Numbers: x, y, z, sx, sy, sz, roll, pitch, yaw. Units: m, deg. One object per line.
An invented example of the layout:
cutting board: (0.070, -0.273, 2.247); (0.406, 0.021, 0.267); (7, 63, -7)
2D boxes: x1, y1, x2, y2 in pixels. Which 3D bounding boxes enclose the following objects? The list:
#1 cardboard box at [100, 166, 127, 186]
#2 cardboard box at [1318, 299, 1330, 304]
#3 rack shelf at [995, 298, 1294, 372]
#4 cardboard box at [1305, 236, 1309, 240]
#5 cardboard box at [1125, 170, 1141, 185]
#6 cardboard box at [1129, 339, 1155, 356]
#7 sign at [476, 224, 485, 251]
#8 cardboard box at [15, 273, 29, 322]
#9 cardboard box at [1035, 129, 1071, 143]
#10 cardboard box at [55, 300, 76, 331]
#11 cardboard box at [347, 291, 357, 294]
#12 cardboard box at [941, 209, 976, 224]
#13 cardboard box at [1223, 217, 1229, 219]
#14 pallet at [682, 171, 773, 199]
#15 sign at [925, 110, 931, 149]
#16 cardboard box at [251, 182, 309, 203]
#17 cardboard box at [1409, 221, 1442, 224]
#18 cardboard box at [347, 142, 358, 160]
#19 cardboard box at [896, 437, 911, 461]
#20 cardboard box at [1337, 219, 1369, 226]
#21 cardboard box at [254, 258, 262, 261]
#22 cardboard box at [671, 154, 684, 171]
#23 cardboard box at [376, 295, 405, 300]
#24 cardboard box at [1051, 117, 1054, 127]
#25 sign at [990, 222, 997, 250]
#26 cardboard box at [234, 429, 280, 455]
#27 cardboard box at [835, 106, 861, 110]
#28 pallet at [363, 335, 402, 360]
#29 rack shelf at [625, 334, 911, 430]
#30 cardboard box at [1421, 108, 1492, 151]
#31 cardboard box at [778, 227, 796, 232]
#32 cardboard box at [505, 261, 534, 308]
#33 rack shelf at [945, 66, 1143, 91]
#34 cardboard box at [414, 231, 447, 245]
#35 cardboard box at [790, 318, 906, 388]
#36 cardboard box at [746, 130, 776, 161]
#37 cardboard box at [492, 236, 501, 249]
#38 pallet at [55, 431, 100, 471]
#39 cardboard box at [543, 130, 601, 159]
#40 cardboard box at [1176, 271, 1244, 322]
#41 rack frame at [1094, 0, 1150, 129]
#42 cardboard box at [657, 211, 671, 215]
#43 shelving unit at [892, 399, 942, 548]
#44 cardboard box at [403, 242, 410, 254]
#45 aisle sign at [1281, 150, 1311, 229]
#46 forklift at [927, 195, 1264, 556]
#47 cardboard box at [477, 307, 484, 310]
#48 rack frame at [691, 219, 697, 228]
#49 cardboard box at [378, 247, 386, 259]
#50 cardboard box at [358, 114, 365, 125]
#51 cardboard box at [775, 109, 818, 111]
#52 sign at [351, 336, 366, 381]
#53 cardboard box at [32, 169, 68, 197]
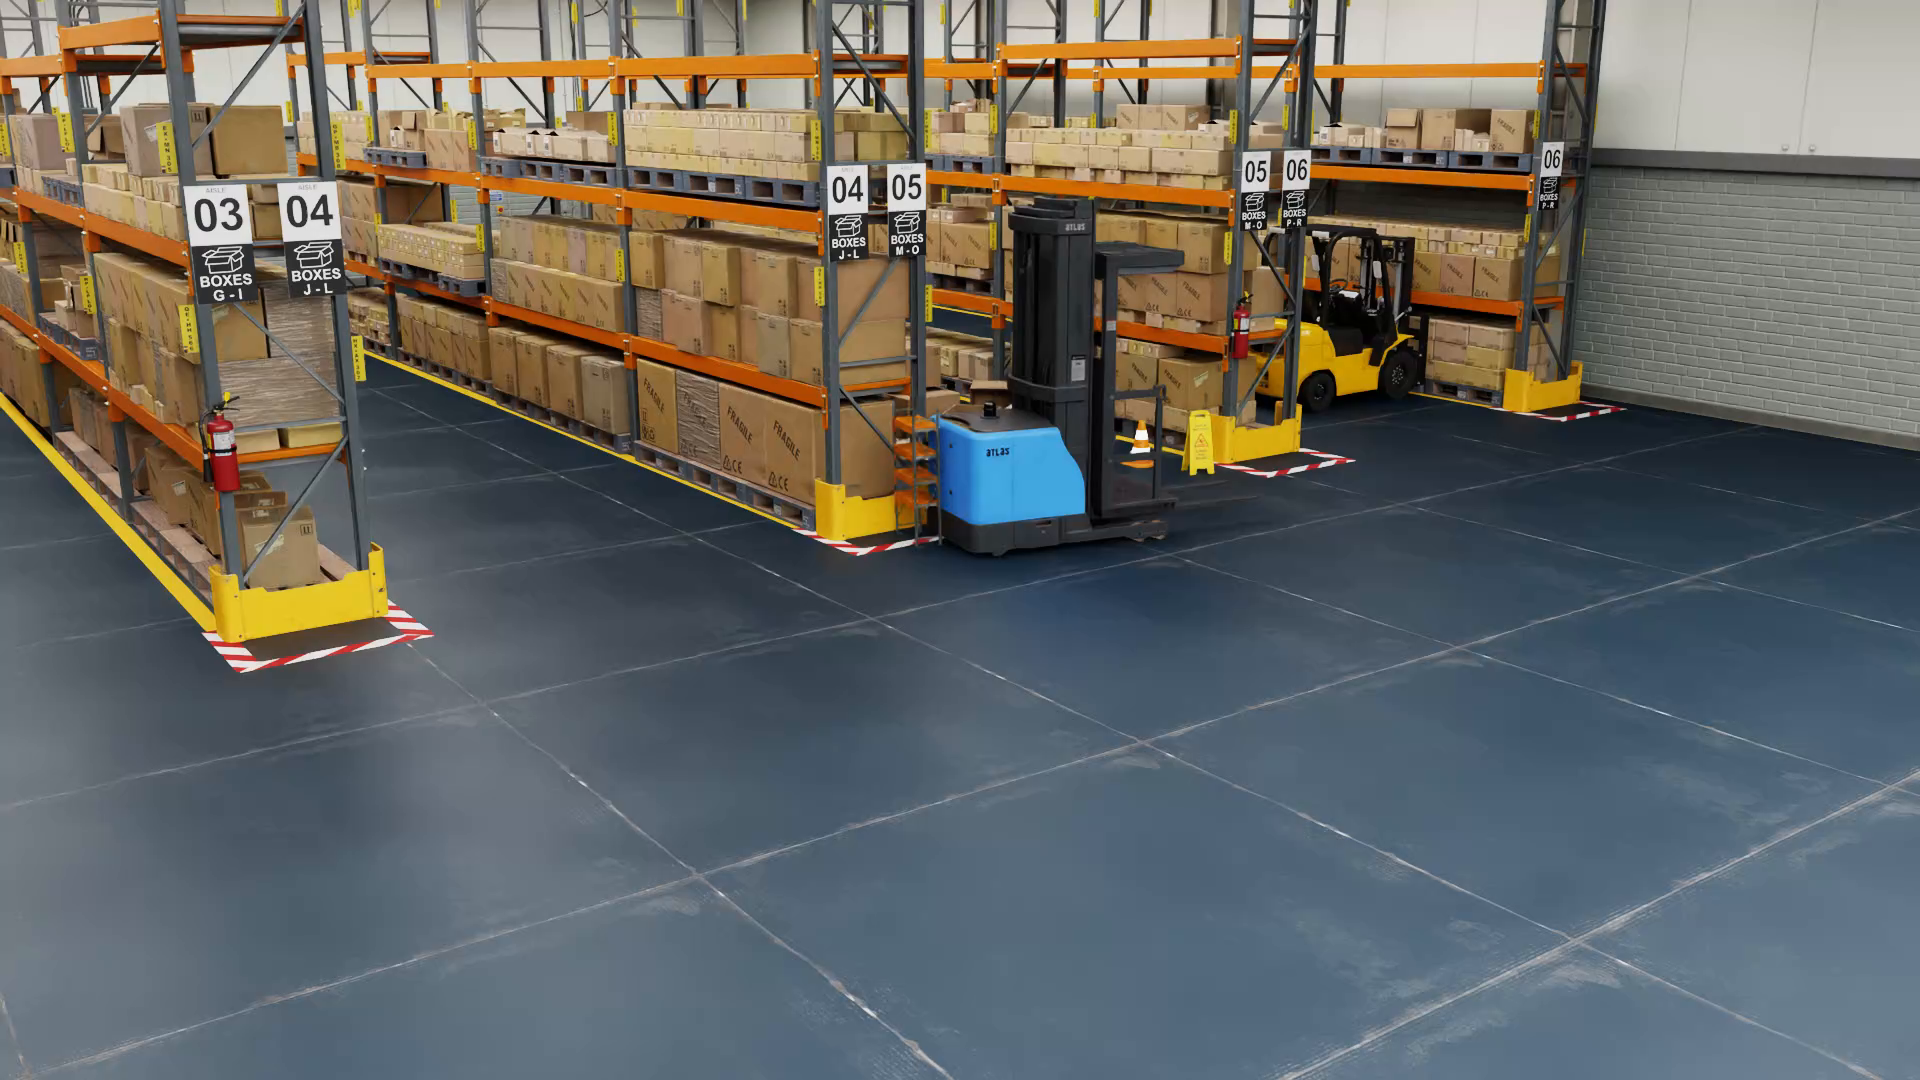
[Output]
cardboard box: (-6.870, -3.011, 13.742); (0.380, 0.149, 0.250); (-11, 19, -34)
cardboard box: (4.894, -3.185, 23.051); (0.500, 0.250, 0.500); (-11, 19, -35)
rack shelf: (2.026, -2.433, 19.147); (1.077, 0.370, 4.000); (-11, 19, -35)
cardboard box: (4.838, -4.231, 22.934); (0.380, 0.149, 0.250); (-11, 19, -35)
cardboard box: (2.036, -3.989, 18.264); (0.380, 0.149, 0.250); (-11, 19, -36)
cardboard box: (2.105, -2.157, 18.538); (0.380, 0.149, 0.250); (-10, 18, -34)
sign: (-5.880, -3.706, 20.390); (0.100, 0.325, 0.005); (-11, 19, -35)
cardboard box: (-10.297, -2.746, 18.737); (0.500, 0.500, 0.500); (-11, 19, -35)
cardboard box: (1.096, -4.691, 19.316); (0.380, 0.149, 0.250); (-12, 19, -36)
cardboard box: (-8.718, -2.260, 16.639); (0.500, 0.250, 0.500); (-12, 19, -36)
cardboard box: (-9.858, -3.889, 26.583); (0.380, 0.149, 0.250); (-10, 18, -34)
cardboard box: (-0.020, -4.123, 21.181); (0.380, 0.149, 0.250); (-12, 19, -36)
cardboard box: (4.123, -4.728, 24.752); (0.380, 0.149, 0.250); (-11, 19, -35)
pallet: (-1.909, -3.385, 15.747); (1.003, 0.211, 1.213); (-11, 19, -35)
sign: (-0.290, -3.555, 14.394); (0.100, 0.325, 0.005); (-11, 19, -35)
cardboard box: (-4.789, -2.476, 11.789); (0.380, 0.149, 0.250); (-11, 19, -35)
cardboard box: (6.146, -4.124, 21.982); (0.380, 0.149, 0.250); (-10, 18, -33)
cardboard box: (-8.589, -5.671, 24.218); (0.500, 0.250, 0.500); (-11, 19, -35)
cardboard box: (-0.594, -1.018, 17.791); (0.396, 0.266, 0.258); (-7, 17, -25)
cardboard box: (5.263, -4.203, 22.269); (0.380, 0.149, 0.250); (-10, 18, -33)
cardboard box: (-6.090, -2.076, 13.833); (0.500, 0.500, 0.500); (-11, 19, -35)
cardboard box: (-2.556, -3.646, 16.025); (0.380, 0.149, 0.250); (-11, 19, -35)
cardboard box: (-8.908, -3.735, 26.019); (0.380, 0.149, 0.250); (-12, 19, -36)
cardboard box: (1.688, -6.753, 26.850); (0.380, 0.149, 0.250); (-11, 19, -35)
sign: (0.403, -3.679, 20.142); (0.100, 0.325, 0.005); (-11, 19, -35)
cardboard box: (-5.149, -0.723, 12.010); (0.380, 0.149, 0.250); (-11, 19, -35)
cardboard box: (-2.135, -8.166, 31.823); (0.500, 0.250, 0.500); (-11, 19, -35)
pallet: (-8.222, -2.919, 24.840); (1.003, 0.211, 1.213); (-11, 19, -35)
rack shelf: (-1.919, -1.643, 16.261); (1.077, 0.370, 4.000); (-11, 19, -35)
cardboard box: (6.236, -5.161, 20.895); (0.700, 0.500, 0.500); (-11, 19, -34)
cardboard box: (-2.326, -4.770, 24.239); (0.500, 0.500, 0.500); (-10, 18, -34)
cardboard box: (-5.100, -3.074, 19.936); (0.500, 0.500, 0.500); (-11, 19, -35)
rack shelf: (1.335, -7.613, 27.467); (1.077, 0.370, 4.000); (-11, 19, -35)
cardboard box: (-7.016, -4.006, 22.082); (0.380, 0.149, 0.250); (-10, 18, -33)
cardboard box: (-0.997, -1.708, 14.850); (0.875, 0.550, 0.550); (-11, 19, -35)
cardboard box: (-1.550, -3.500, 14.736); (0.500, 0.250, 0.500); (-11, 19, -34)
cardboard box: (-5.862, -3.879, 21.619); (0.380, 0.149, 0.250); (-11, 19, -35)
pallet: (-9.060, -1.011, 17.871); (1.003, 0.211, 1.213); (-11, 19, -35)
cardboard box: (-4.303, -4.412, 18.516); (0.500, 0.311, 0.500); (-12, 19, -37)
cardboard box: (2.660, -2.618, 17.706); (0.500, 0.500, 0.500); (-11, 19, -36)
rack frame: (2.511, -7.726, 25.759); (1.000, 3.000, 0.127); (-11, 19, -35)
cardboard box: (-4.646, -5.614, 27.321); (0.500, 0.500, 0.500); (-11, 19, -35)
shelving unit: (-0.374, -0.581, 14.416); (0.258, 1.200, 0.503); (-7, 17, -21)
cardboard box: (-7.319, -3.972, 22.524); (0.380, 0.149, 0.250); (-10, 18, -32)
aisle sign: (3.489, -3.642, 17.276); (0.394, 0.787, 0.004); (-11, 19, -35)
forklift: (1.270, -1.517, 14.568); (3.031, 2.935, 1.130); (-7, 17, -24)
cardboard box: (-6.235, -3.031, 22.487); (0.500, 0.250, 0.500); (-11, 19, -34)
rack frame: (-3.854, -4.916, 26.854); (1.000, 3.000, 0.127); (-11, 19, -35)
cardboard box: (-7.939, -4.052, 23.377); (0.380, 0.149, 0.250); (-12, 19, -37)
cardboard box: (-8.367, -6.013, 23.763); (0.380, 0.149, 0.250); (-10, 18, -33)
cardboard box: (-2.238, -5.941, 23.933); (0.700, 0.500, 0.500); (-12, 19, -37)
sign: (-4.375, -1.317, 12.065); (0.100, 0.325, 0.005); (-11, 19, -35)
cardboard box: (-8.836, -3.540, 16.430); (0.500, 0.250, 0.500); (-10, 18, -33)
